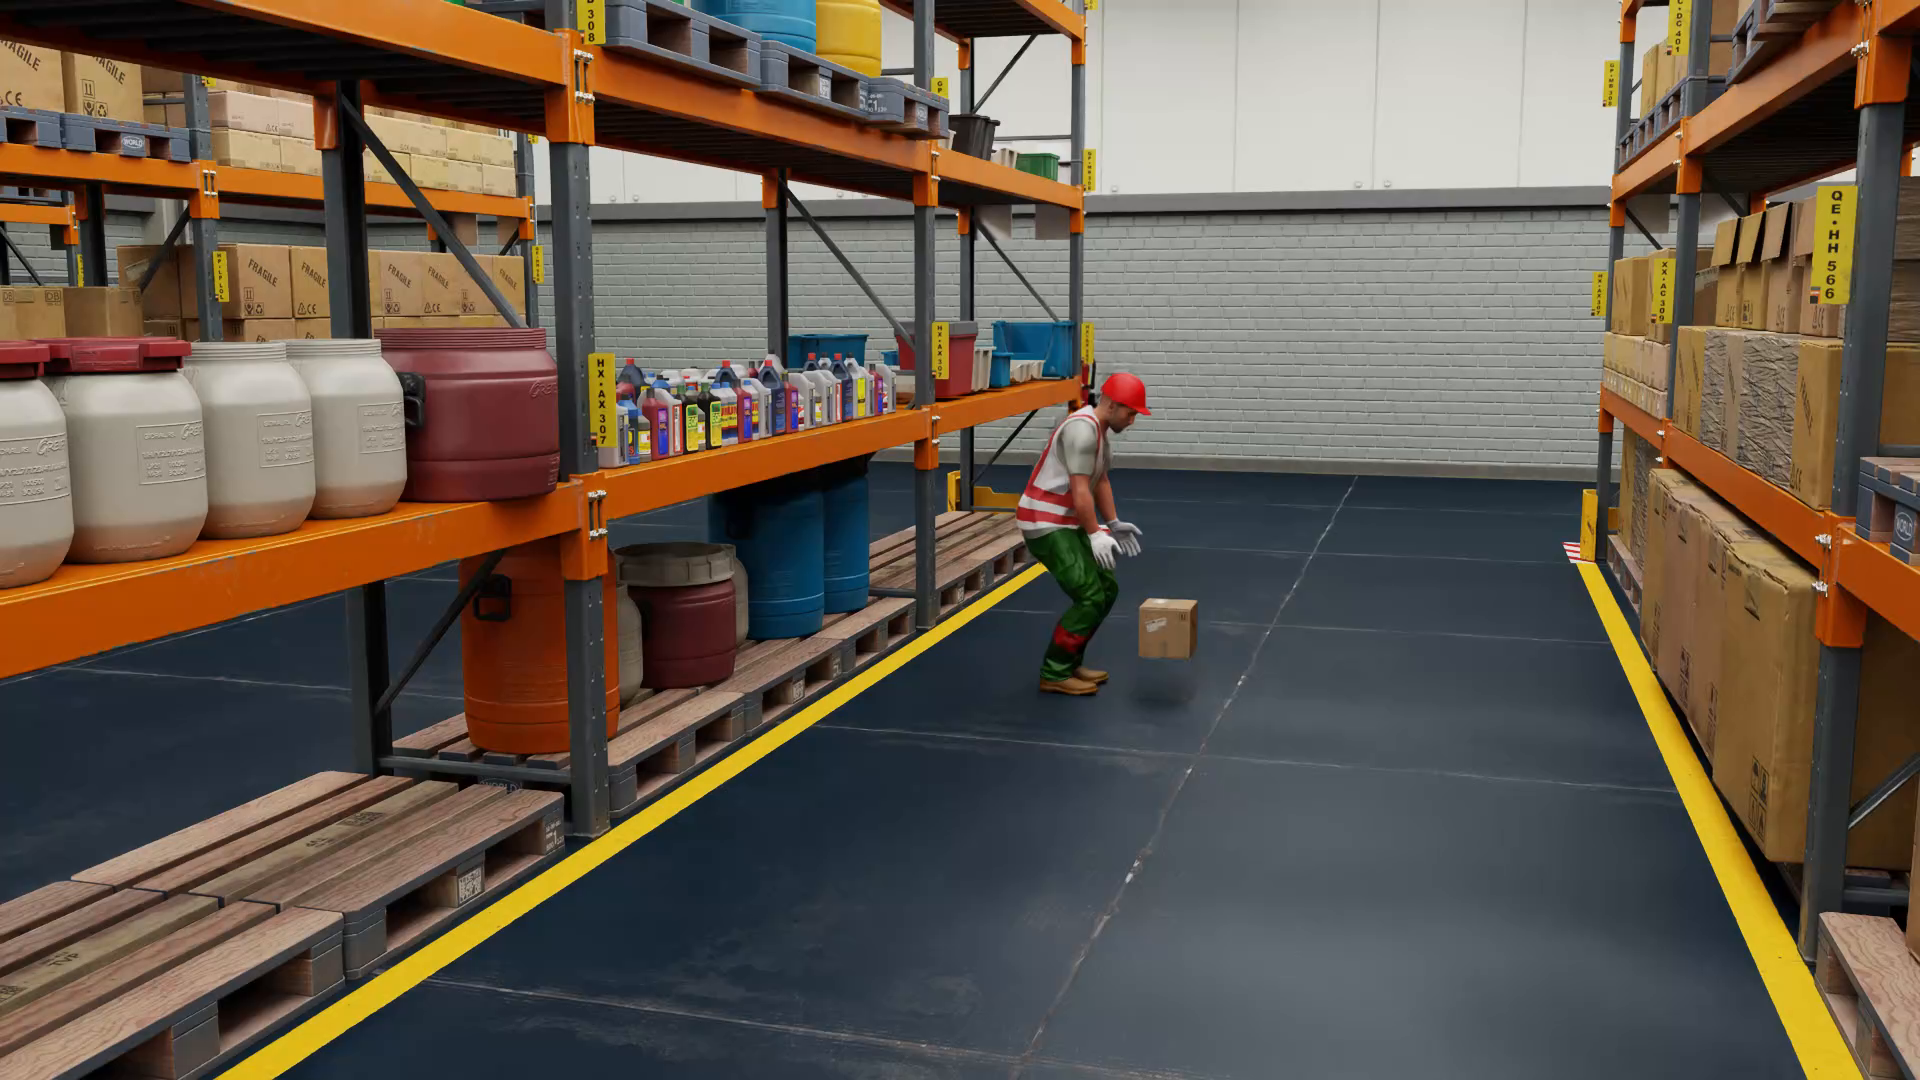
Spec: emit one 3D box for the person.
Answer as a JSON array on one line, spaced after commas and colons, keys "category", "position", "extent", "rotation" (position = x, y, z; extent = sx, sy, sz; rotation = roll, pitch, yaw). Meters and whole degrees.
[{"category": "person", "position": [0.620, -0.043, 8.283], "extent": [0.647, 1.578, 0.575], "rotation": [2, 9, 17]}]
